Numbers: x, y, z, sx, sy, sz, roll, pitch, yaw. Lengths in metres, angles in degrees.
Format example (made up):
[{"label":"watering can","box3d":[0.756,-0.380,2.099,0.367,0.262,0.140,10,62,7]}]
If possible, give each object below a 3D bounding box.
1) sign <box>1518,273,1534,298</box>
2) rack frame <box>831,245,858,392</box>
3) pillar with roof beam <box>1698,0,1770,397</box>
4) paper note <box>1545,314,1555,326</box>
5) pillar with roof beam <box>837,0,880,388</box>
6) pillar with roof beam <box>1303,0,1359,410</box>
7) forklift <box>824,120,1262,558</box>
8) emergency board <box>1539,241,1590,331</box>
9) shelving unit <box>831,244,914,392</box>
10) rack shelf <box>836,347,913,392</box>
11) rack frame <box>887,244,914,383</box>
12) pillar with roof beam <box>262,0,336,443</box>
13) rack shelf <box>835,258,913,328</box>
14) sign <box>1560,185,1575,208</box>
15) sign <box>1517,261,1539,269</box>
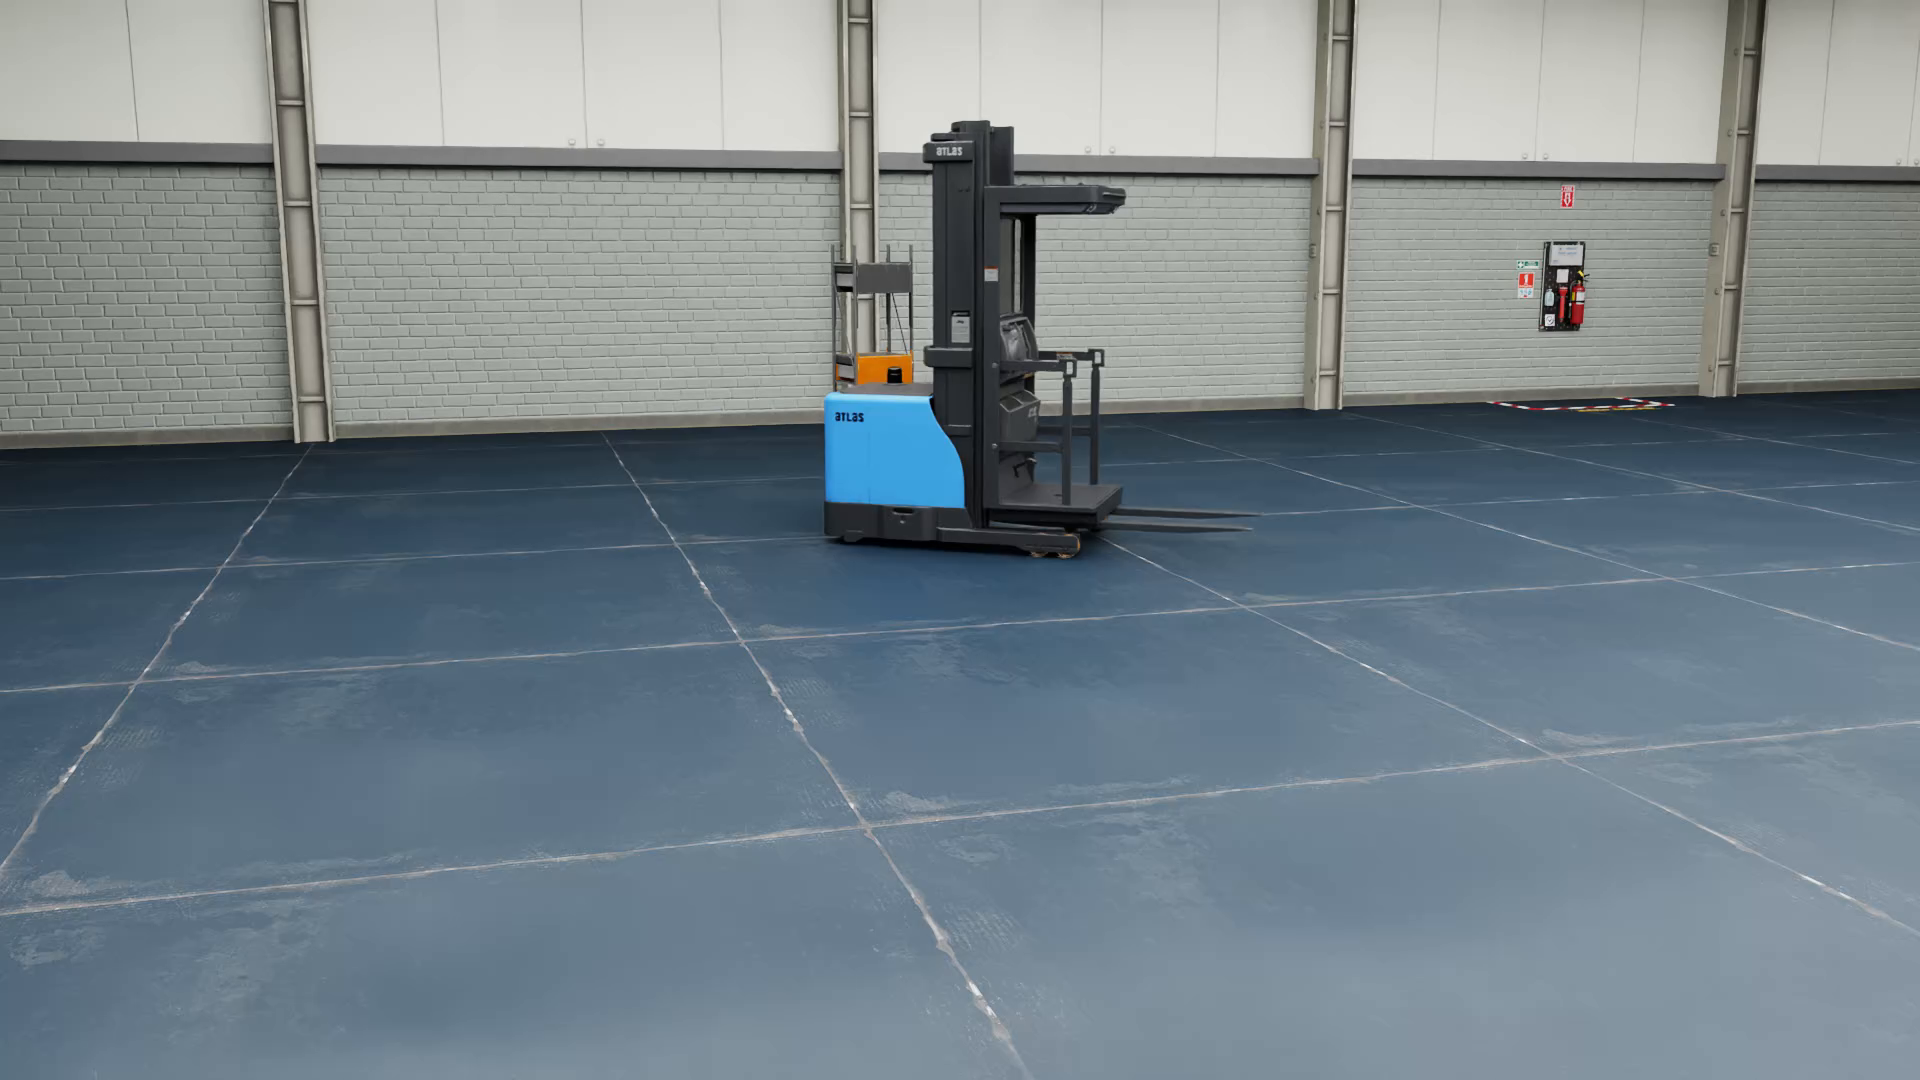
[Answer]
[{"label":"sign","box3d":[7.425,-3.342,21.814,0.234,0.329,0.001,-3,11,-16]},{"label":"rack frame","box3d":[-0.887,-1.213,12.835,0.015,2.100,0.400,-6,12,-30]},{"label":"pillar with roof beam","box3d":[11.572,-5.655,17.907,0.400,9.000,9.100,-3,11,-16]},{"label":"paper note","box3d":[7.796,-2.904,21.968,0.142,0.148,0.016,-3,11,-16]},{"label":"pillar with roof beam","box3d":[0.050,-5.047,14.609,0.400,9.000,9.100,-3,11,-16]},{"label":"pillar with roof beam","box3d":[5.811,-5.351,16.258,0.400,9.000,9.100,-3,11,-16]},{"label":"forklift","box3d":[0.602,-1.424,11.688,3.031,2.935,1.130,3,11,15]},{"label":"emergency board","box3d":[7.985,-3.334,21.872,0.643,1.169,0.194,-3,11,-16]},{"label":"shelving unit","box3d":[-0.677,-1.236,12.958,0.503,2.100,0.431,-6,12,-30]},{"label":"rack shelf","box3d":[-0.677,-1.222,12.961,0.480,0.518,0.431,-6,12,-30]},{"label":"rack frame","box3d":[-0.468,-1.258,13.082,0.015,2.100,0.400,-6,12,-30]},{"label":"pillar with roof beam","box3d":[-5.711,-4.744,12.959,0.400,9.000,9.100,-3,11,-16]},{"label":"rack shelf","box3d":[-0.677,-1.911,12.834,0.480,0.518,0.431,-6,12,-30]},{"label":"sign","box3d":[7.949,-4.491,21.754,0.199,0.298,0.001,-3,11,-16]},{"label":"sign","box3d":[7.432,-3.601,21.759,0.331,0.109,0.001,-3,11,-16]}]
